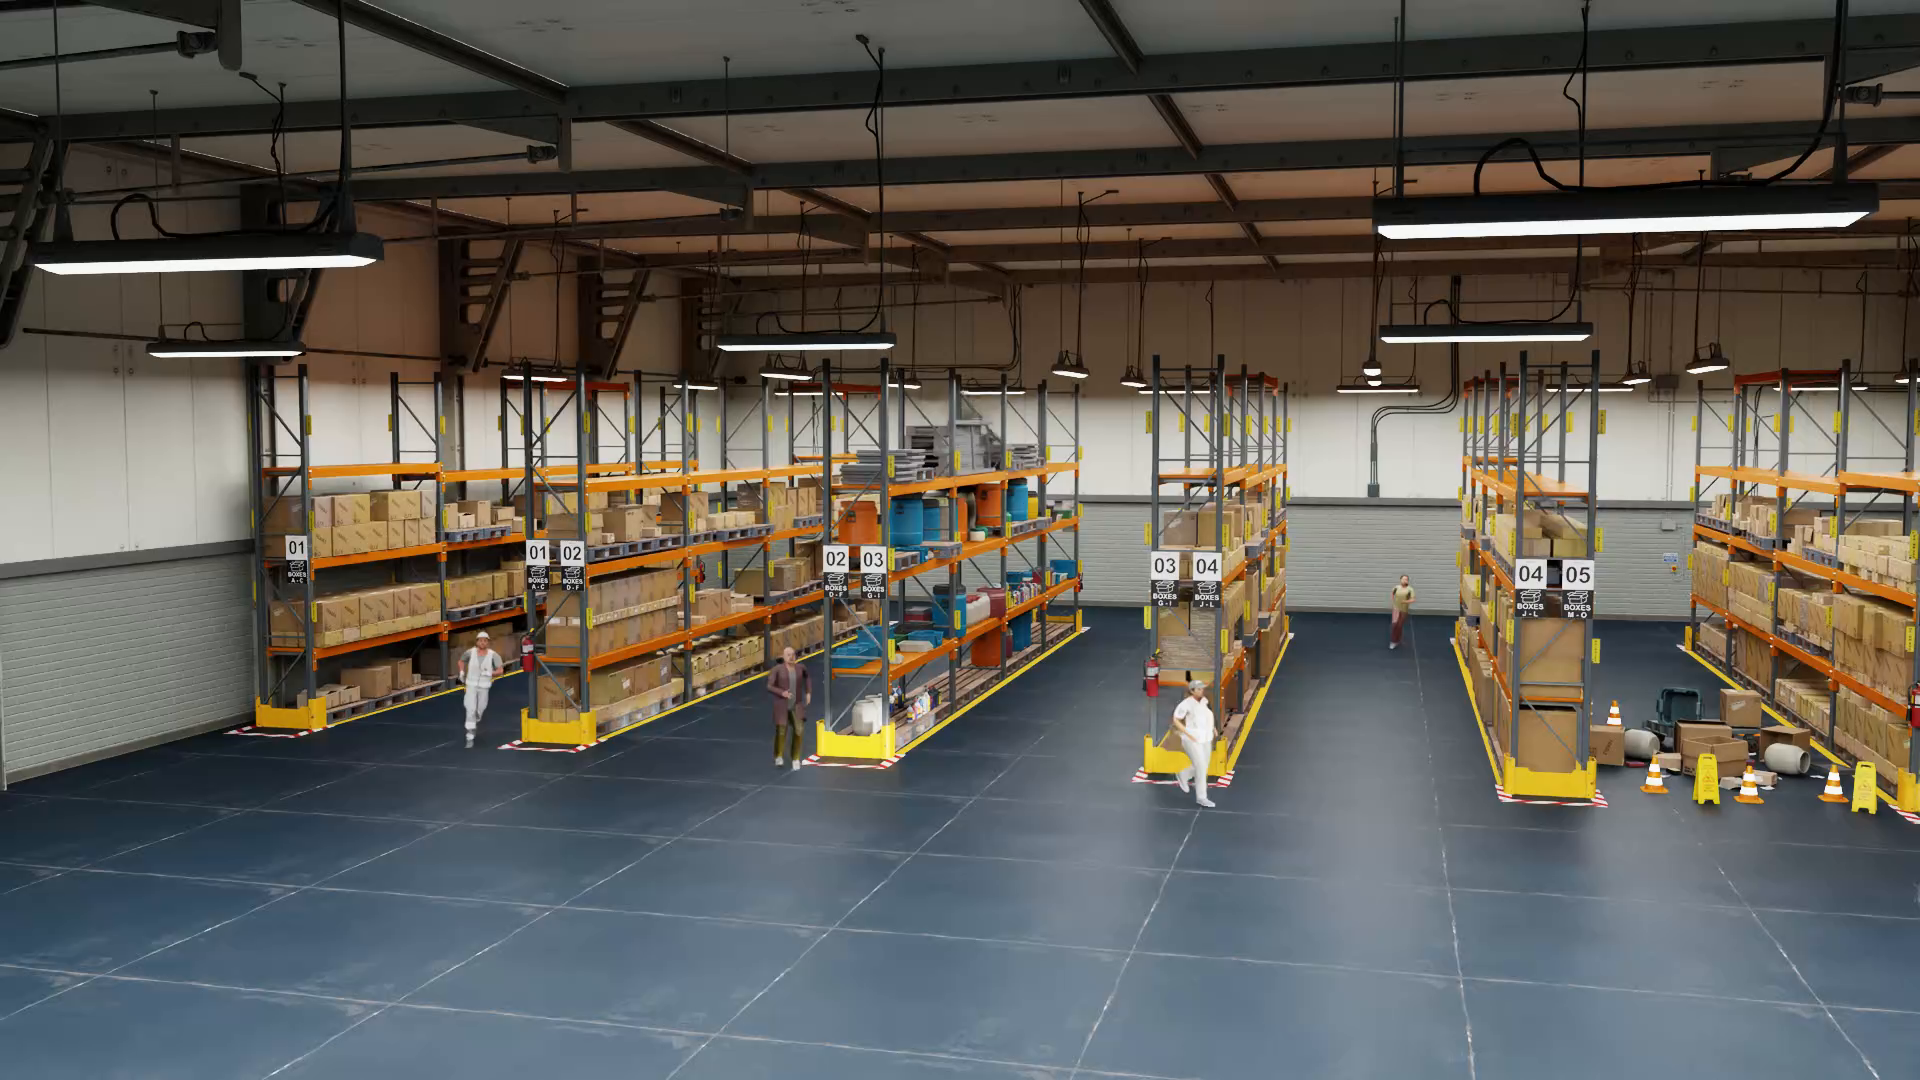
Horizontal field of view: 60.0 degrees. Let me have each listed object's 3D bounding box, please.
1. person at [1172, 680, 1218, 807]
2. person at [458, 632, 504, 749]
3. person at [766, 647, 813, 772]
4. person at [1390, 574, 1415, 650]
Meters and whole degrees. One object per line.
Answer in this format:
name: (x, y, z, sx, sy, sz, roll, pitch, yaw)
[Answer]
person: (3.098, 2.660, 22.026, 0.623, 1.648, 0.766, -3, 5, -38)
person: (-7.535, 2.329, 26.164, 0.692, 1.788, 0.930, -1, 4, -16)
person: (-2.466, 2.474, 24.171, 0.734, 1.825, 0.801, -2, 4, -22)
person: (9.881, 1.592, 37.174, 0.562, 1.652, 0.801, 1, 4, 20)
